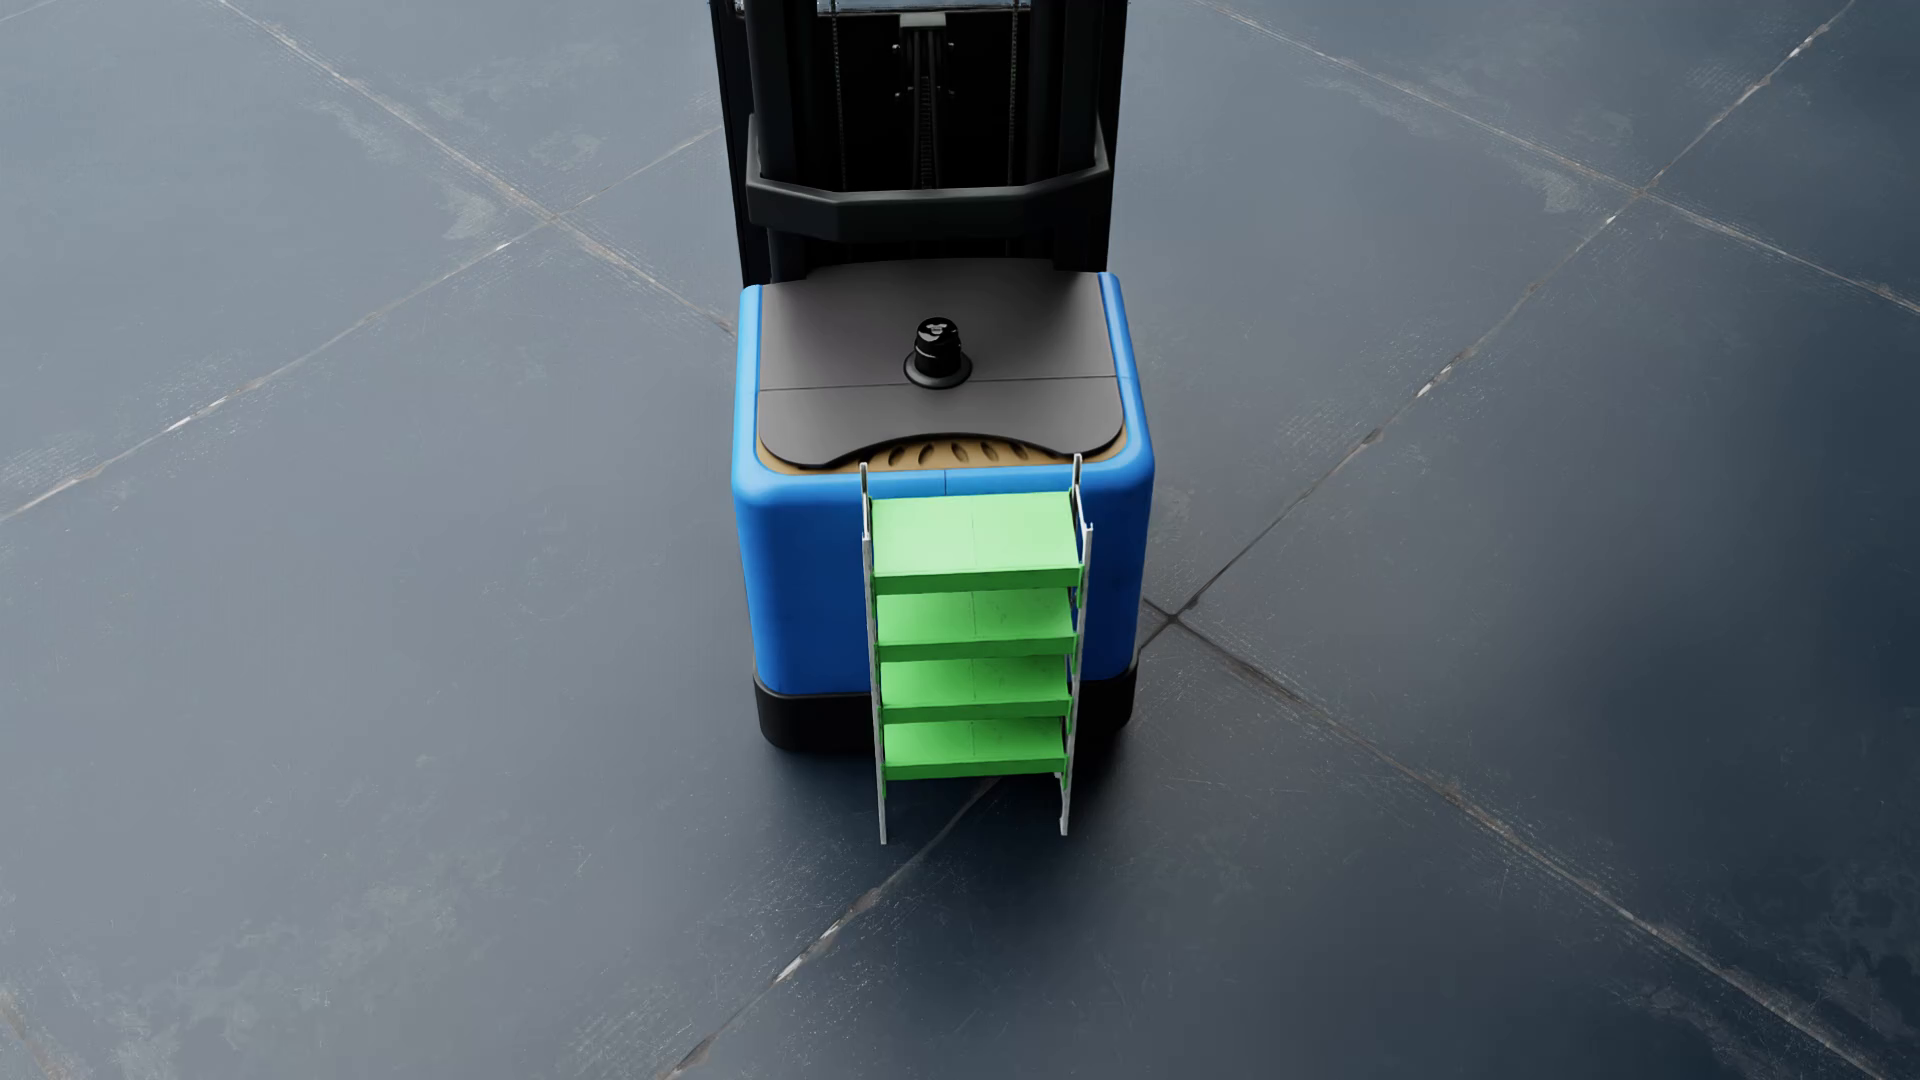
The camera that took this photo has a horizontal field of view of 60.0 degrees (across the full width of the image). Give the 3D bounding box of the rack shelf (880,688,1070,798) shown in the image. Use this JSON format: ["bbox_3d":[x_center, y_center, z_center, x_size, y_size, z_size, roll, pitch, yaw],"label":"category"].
[{"bbox_3d":[0.032,0.520,4.355,0.480,0.148,0.258,-3,47,-2],"label":"rack shelf"}]

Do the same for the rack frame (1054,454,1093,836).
[{"bbox_3d":[0.275,0.302,4.144,0.015,1.200,0.240,-3,47,-2],"label":"rack frame"}]

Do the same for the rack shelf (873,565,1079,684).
[{"bbox_3d":[0.032,0.192,4.005,0.480,0.148,0.258,-3,47,-2],"label":"rack shelf"}]

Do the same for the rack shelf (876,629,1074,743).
[{"bbox_3d":[0.032,0.356,4.180,0.480,0.148,0.258,-3,47,-2],"label":"rack shelf"}]

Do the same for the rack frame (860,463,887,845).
[{"bbox_3d":[-0.212,0.323,4.124,0.015,1.200,0.240,-3,47,-2],"label":"rack frame"}]

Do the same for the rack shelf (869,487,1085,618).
[{"bbox_3d":[0.032,0.028,3.830,0.480,0.148,0.258,-3,47,-2],"label":"rack shelf"}]

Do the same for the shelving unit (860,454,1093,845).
[{"bbox_3d":[0.032,0.312,4.134,0.503,1.200,0.258,-3,47,-2],"label":"shelving unit"}]

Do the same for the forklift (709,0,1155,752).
[{"bbox_3d":[-0.121,-1.488,4.637,1.130,2.935,3.031,-3,47,-2],"label":"forklift"}]
